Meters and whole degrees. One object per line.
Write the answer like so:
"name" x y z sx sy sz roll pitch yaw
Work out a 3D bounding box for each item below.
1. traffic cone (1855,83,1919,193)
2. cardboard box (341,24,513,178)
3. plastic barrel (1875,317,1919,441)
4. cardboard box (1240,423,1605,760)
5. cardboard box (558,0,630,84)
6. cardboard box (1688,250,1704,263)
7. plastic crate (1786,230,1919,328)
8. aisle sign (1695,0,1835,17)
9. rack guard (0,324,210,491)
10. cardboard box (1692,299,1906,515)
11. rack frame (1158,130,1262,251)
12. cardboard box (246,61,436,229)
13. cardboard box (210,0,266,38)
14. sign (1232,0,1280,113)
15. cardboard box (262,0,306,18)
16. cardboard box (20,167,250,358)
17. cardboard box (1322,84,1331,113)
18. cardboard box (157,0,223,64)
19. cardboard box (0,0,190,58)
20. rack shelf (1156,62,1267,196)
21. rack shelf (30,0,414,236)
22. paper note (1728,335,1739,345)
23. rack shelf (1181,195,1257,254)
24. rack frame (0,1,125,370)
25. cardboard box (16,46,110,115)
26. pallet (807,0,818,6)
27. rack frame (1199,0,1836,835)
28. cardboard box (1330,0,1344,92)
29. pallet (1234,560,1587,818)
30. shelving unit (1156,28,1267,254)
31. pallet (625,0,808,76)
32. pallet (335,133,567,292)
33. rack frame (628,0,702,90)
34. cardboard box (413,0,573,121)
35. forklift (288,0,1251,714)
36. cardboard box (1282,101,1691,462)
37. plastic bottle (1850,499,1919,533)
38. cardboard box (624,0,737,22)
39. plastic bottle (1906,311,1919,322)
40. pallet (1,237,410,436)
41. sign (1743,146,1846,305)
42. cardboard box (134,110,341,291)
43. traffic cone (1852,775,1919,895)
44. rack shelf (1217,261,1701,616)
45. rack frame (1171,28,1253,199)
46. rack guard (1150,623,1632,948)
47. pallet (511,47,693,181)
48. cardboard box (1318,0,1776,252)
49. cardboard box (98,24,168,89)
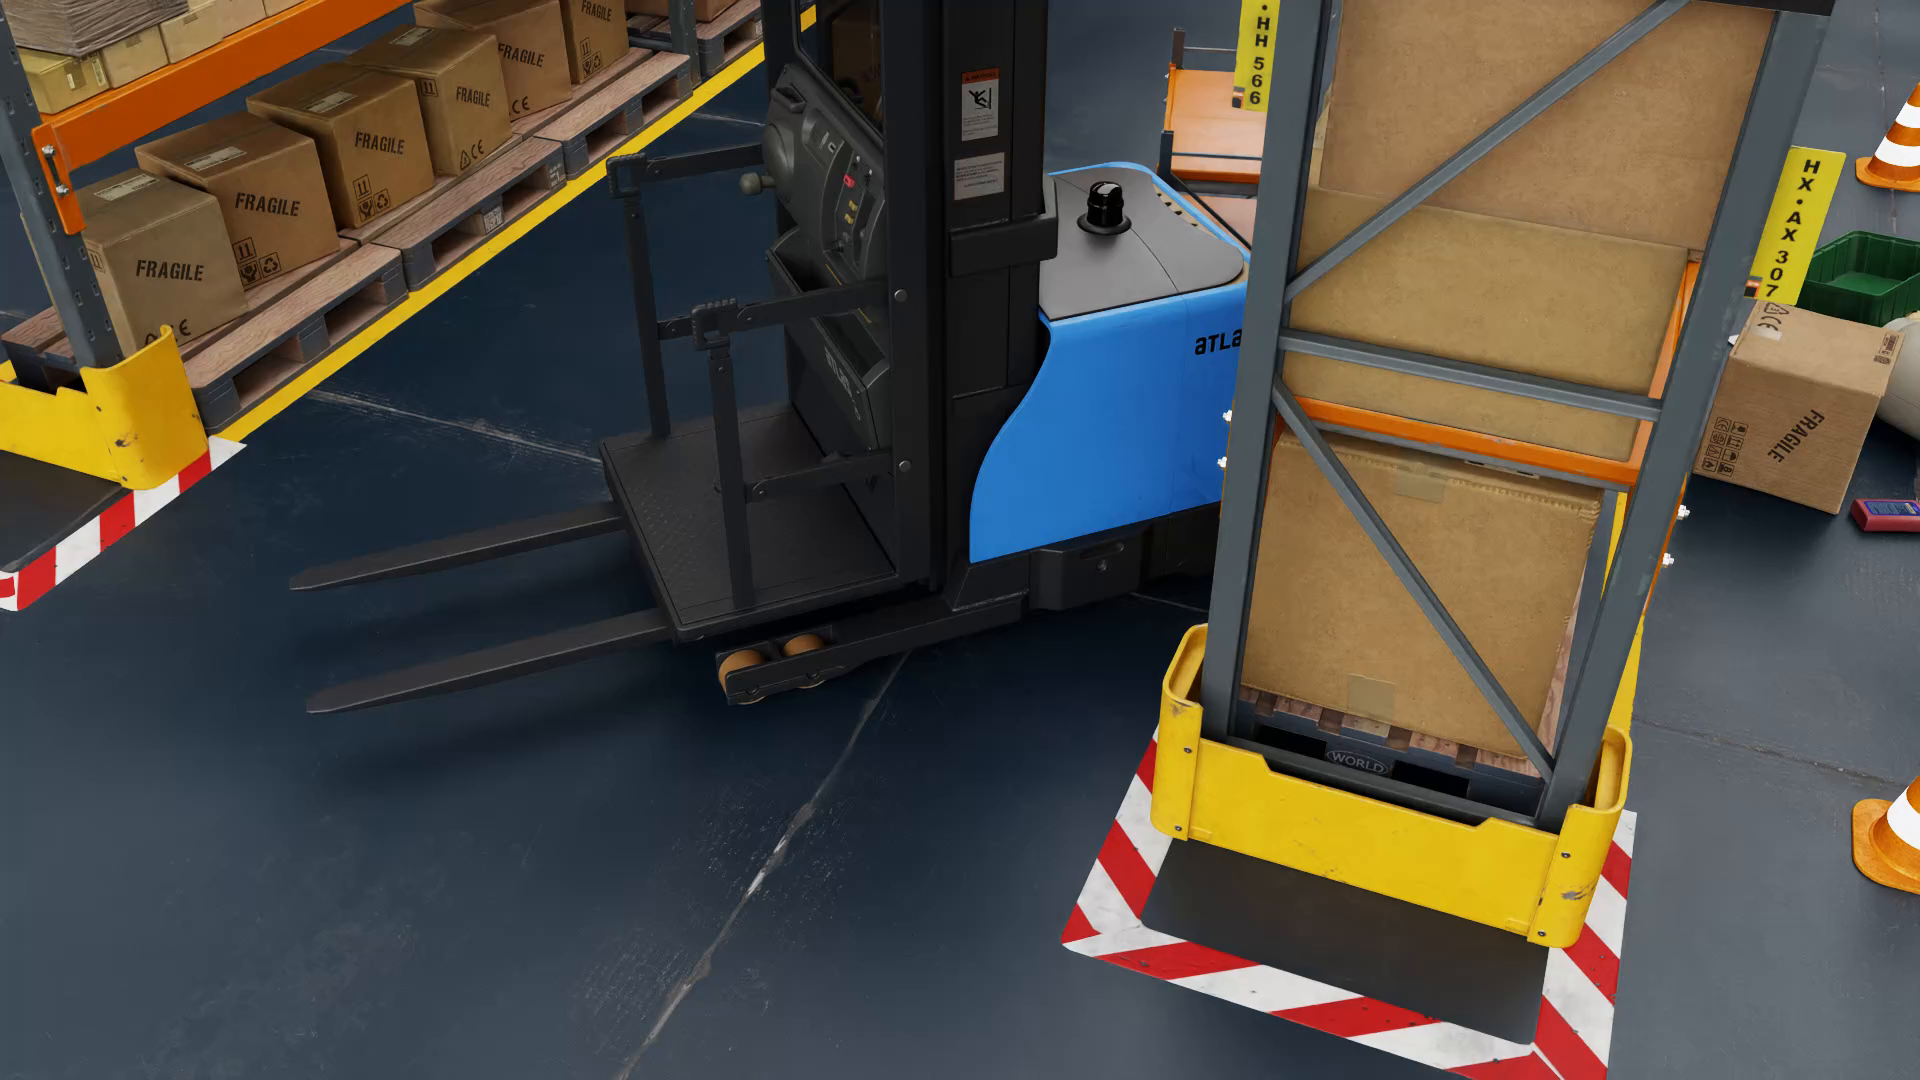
"traffic cone" 4.561 -1.965 7.992 0.336 0.463 0.334 14 39 18
"cardboard box" -2.458 -2.042 7.714 0.500 0.500 0.500 11 38 14
"plastic barrel" 3.641 -0.573 6.163 0.421 0.421 0.512 -17 40 -22
"cardboard box" 1.329 -0.075 4.769 0.875 0.875 0.875 14 39 18
"cardboard box" -2.084 -2.723 8.625 0.500 0.500 0.500 13 39 16
"cardboard box" 1.750 -1.235 4.771 0.875 0.550 0.550 14 39 18
"plastic crate" 3.799 -1.085 6.996 0.662 0.188 0.450 -25 33 -29
"aisle sign" 1.383 -1.301 2.814 0.394 0.787 0.004 14 39 18
"rack guard" -3.387 -0.594 6.128 1.175 0.500 0.348 14 39 18
"cardboard box" 3.012 -0.489 5.985 0.500 0.500 0.500 21 42 25
"rack frame" 0.946 -0.945 6.074 0.500 1.125 0.032 5 37 7
"cardboard box" -2.712 -1.744 7.314 0.500 0.500 0.500 18 40 22
"cardboard box" -2.790 -1.969 6.088 0.380 0.149 0.250 14 39 18
"sign" 0.636 -1.058 3.495 0.100 0.325 0.005 14 39 18
"cardboard box" -2.688 -2.105 6.271 0.380 0.149 0.250 14 39 18
"cardboard box" -3.163 -1.063 6.403 0.500 0.500 0.500 21 42 26
"cardboard box" 1.420 -0.953 4.394 0.875 0.550 0.550 14 39 18
"cardboard box" -2.866 -1.826 5.897 0.380 0.149 0.250 14 39 18
"cardboard box" -3.182 -2.011 5.603 0.875 0.500 0.500 14 39 18
"rack shelf" 1.020 -1.480 6.302 0.538 0.278 1.000 5 37 7
"rack shelf" -2.655 -2.373 7.020 1.077 0.370 4.000 14 39 18
"paper note" 3.236 -0.815 6.814 0.147 0.020 0.142 -11 38 -14
"rack shelf" 1.020 -1.050 6.624 0.538 0.278 1.000 5 37 7
"rack frame" -3.416 -1.554 5.323 1.000 3.000 0.127 14 39 18
"cardboard box" -3.087 -1.556 5.537 0.380 0.149 0.250 14 39 18
"pallet" -1.137 -3.761 10.605 1.003 0.211 1.213 14 39 18
"rack frame" 1.132 -0.368 3.737 1.000 3.000 0.127 14 39 18
"cardboard box" 1.433 -1.383 4.067 0.875 0.550 0.550 14 39 18
"pallet" 1.364 0.289 5.188 1.003 0.211 1.213 14 39 18
"shelving unit" 1.020 -1.246 6.477 0.538 1.125 1.048 5 37 7
"pallet" -1.600 -3.083 9.698 1.003 0.211 1.213 14 39 18
"pallet" -2.580 -1.594 7.706 1.003 0.211 1.213 14 39 18
"rack frame" -1.894 -3.768 8.286 1.000 3.000 0.127 14 39 18
"cardboard box" -2.294 -2.404 8.198 0.500 0.500 0.500 27 45 32
"forklift" -0.578 -1.032 4.683 3.031 2.935 1.130 -14 39 -18
"cardboard box" 1.231 -0.644 3.980 0.875 0.550 0.550 14 39 18
"plastic bottle" 3.285 -0.084 5.812 0.283 0.061 0.133 1 37 2
"cardboard box" -1.641 -3.278 9.351 0.700 0.500 0.500 11 38 14
"plastic bottle" 3.945 -0.909 6.915 0.133 0.061 0.283 -5 37 -6
"pallet" -3.046 -0.921 6.805 1.003 0.211 1.213 14 39 18
"sign" 1.643 -0.617 3.280 0.100 0.325 0.005 14 39 18
"cardboard box" -2.968 -1.401 6.856 0.500 0.500 0.500 25 43 29
"traffic cone" 2.647 0.678 4.457 0.336 0.463 0.334 14 39 18
"rack shelf" 1.893 -1.187 5.433 1.077 0.370 4.000 14 39 18
"rack frame" 1.093 -1.547 6.880 0.500 1.125 0.032 5 37 7
"rack guard" 1.123 0.647 4.467 1.175 0.500 0.348 14 39 18
"pallet" -2.117 -2.271 8.613 1.003 0.211 1.213 14 39 18
"cardboard box" 1.309 -1.057 3.631 0.875 0.550 0.550 14 39 18
"cardboard box" -2.975 -1.691 5.716 0.380 0.149 0.250 14 39 18
